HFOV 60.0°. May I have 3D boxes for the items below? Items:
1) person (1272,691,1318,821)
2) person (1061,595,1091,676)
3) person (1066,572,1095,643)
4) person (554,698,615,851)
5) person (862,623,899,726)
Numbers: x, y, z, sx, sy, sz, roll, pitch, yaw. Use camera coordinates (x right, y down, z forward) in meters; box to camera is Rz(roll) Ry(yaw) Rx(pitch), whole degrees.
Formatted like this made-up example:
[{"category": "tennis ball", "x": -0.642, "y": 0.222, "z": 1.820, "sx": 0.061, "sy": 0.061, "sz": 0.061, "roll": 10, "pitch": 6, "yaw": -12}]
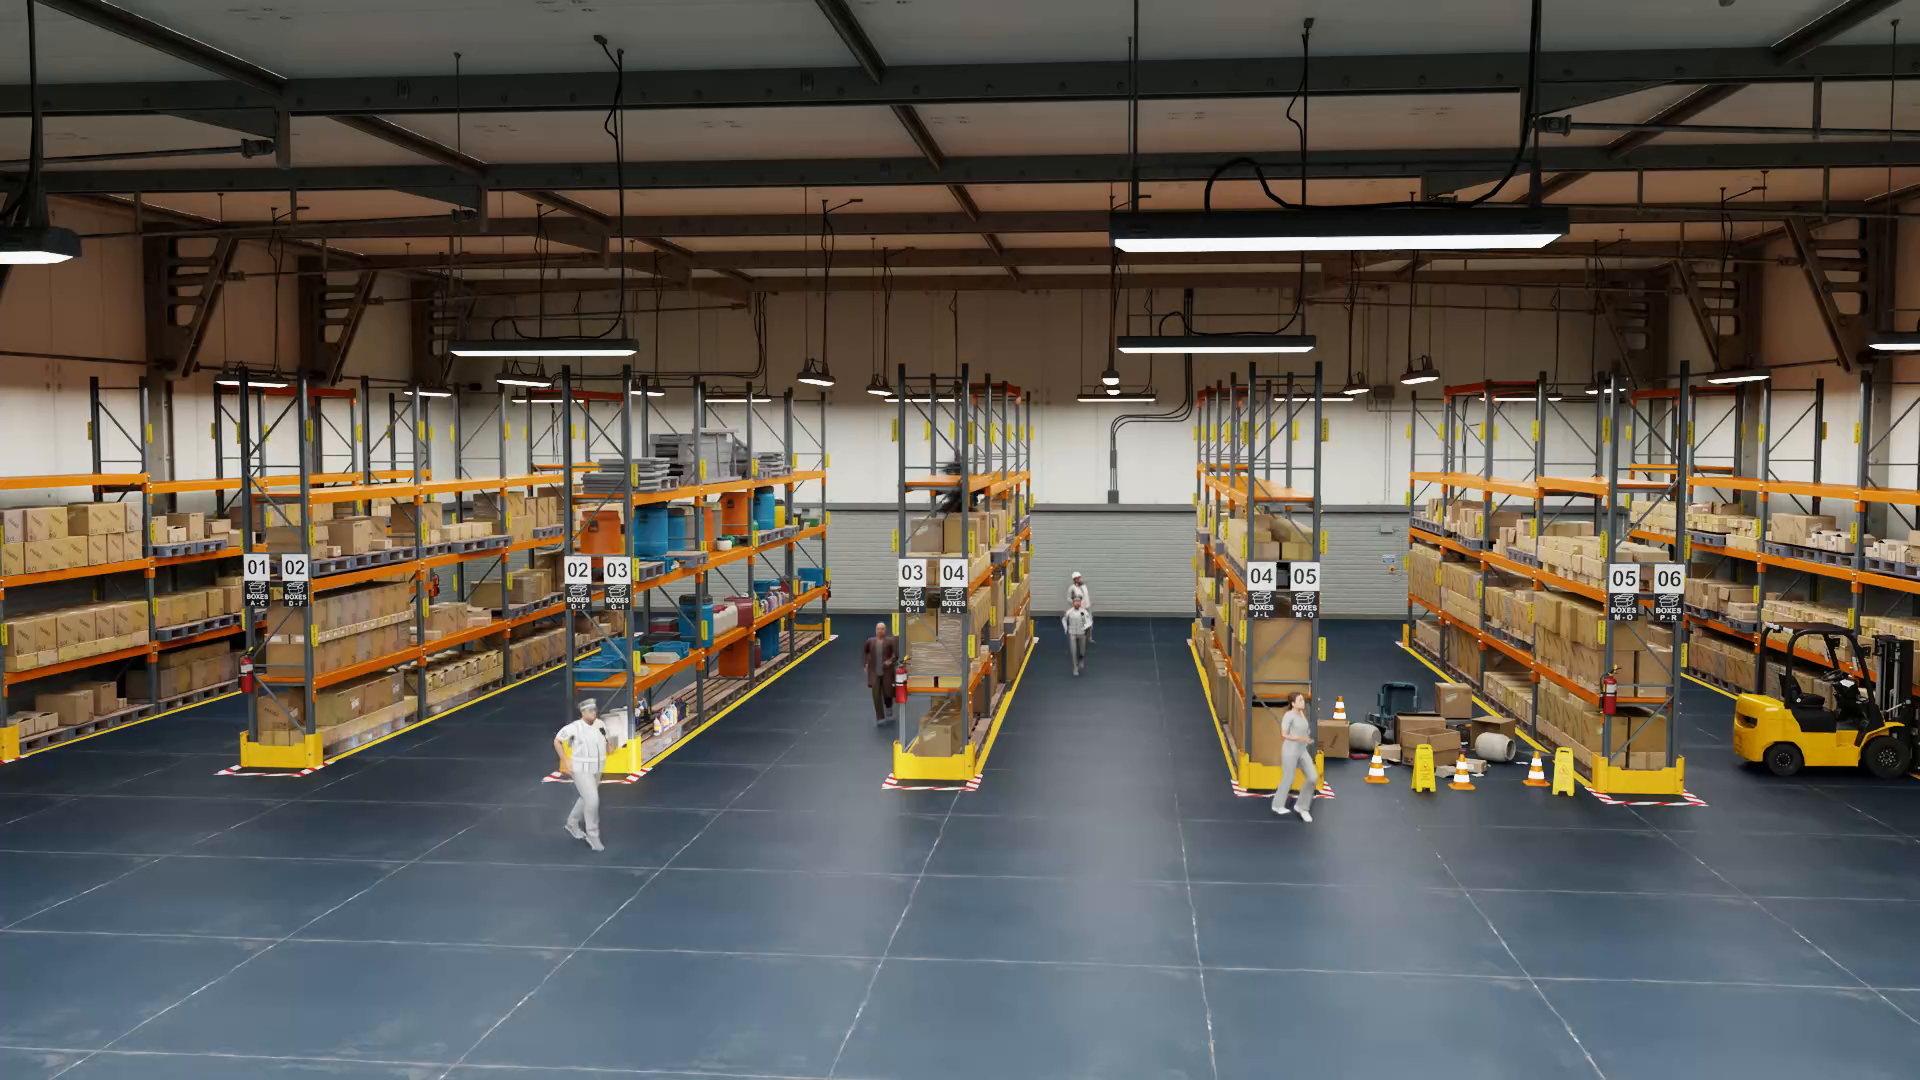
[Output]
[{"category": "person", "x": 4.331, "y": 2.801, "z": 21.514, "sx": 0.558, "sy": 1.708, "sz": 0.724, "roll": -3, "pitch": 5, "yaw": -37}, {"category": "person", "x": 2.416, "y": 1.957, "z": 34.514, "sx": 0.623, "sy": 1.656, "sz": 0.735, "roll": 0, "pitch": 4, "yaw": 4}, {"category": "person", "x": 2.878, "y": 1.611, "z": 39.664, "sx": 0.691, "sy": 1.702, "sz": 0.544, "roll": -2, "pitch": 4, "yaw": -29}, {"category": "person", "x": -4.543, "y": 2.827, "z": 20.248, "sx": 0.812, "sy": 1.845, "sz": 0.644, "roll": 2, "pitch": 4, "yaw": 31}, {"category": "person", "x": -1.355, "y": 2.294, "z": 28.631, "sx": 0.709, "sy": 1.732, "sz": 0.799, "roll": 0, "pitch": 4, "yaw": 6}]
